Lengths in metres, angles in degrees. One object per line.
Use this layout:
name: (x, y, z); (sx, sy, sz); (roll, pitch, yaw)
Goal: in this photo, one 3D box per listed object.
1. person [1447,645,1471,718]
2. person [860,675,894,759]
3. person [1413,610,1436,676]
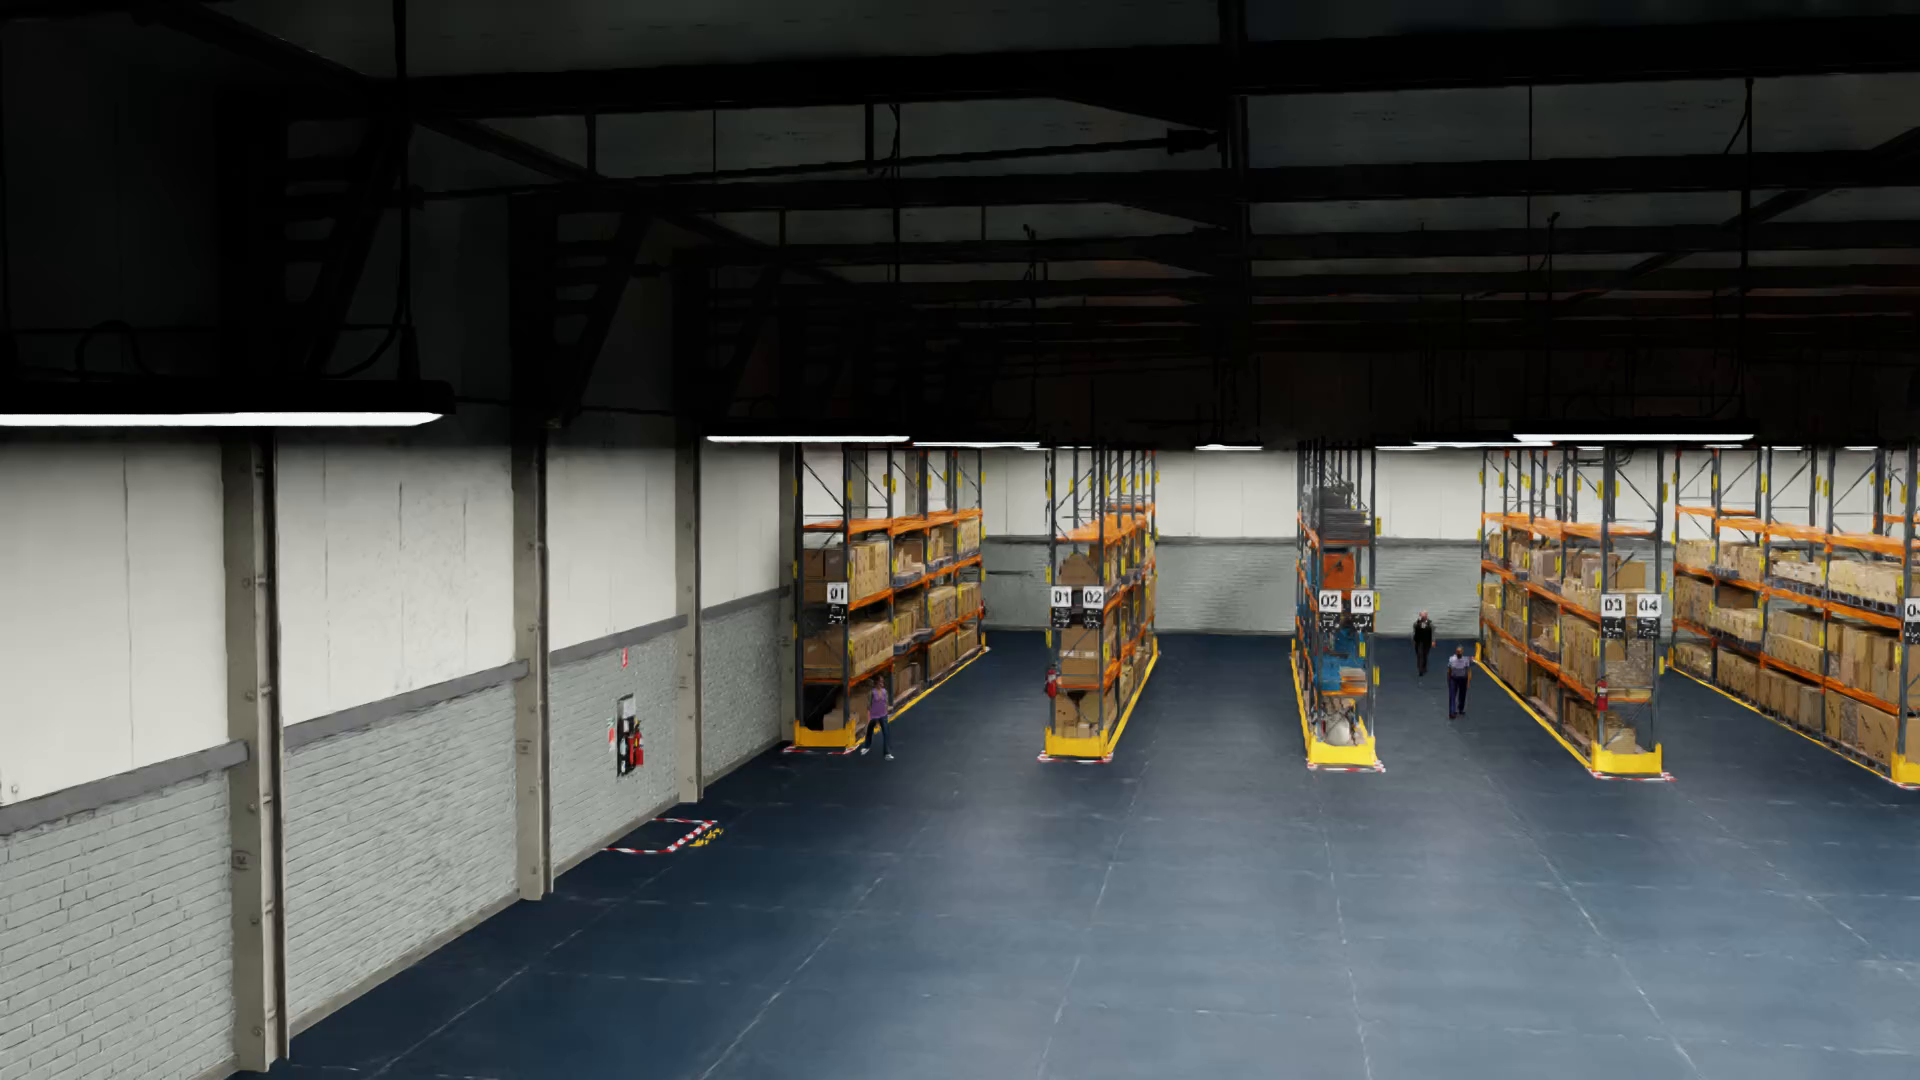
person: (10.760, 3.028, 35.817); (0.481, 1.565, 1.085); (1, 3, 13)
person: (-1.568, 3.288, 31.049); (0.488, 1.562, 0.862); (-1, 3, -18)
person: (11.935, 2.668, 42.753); (0.553, 1.591, 1.030); (0, 3, 9)
